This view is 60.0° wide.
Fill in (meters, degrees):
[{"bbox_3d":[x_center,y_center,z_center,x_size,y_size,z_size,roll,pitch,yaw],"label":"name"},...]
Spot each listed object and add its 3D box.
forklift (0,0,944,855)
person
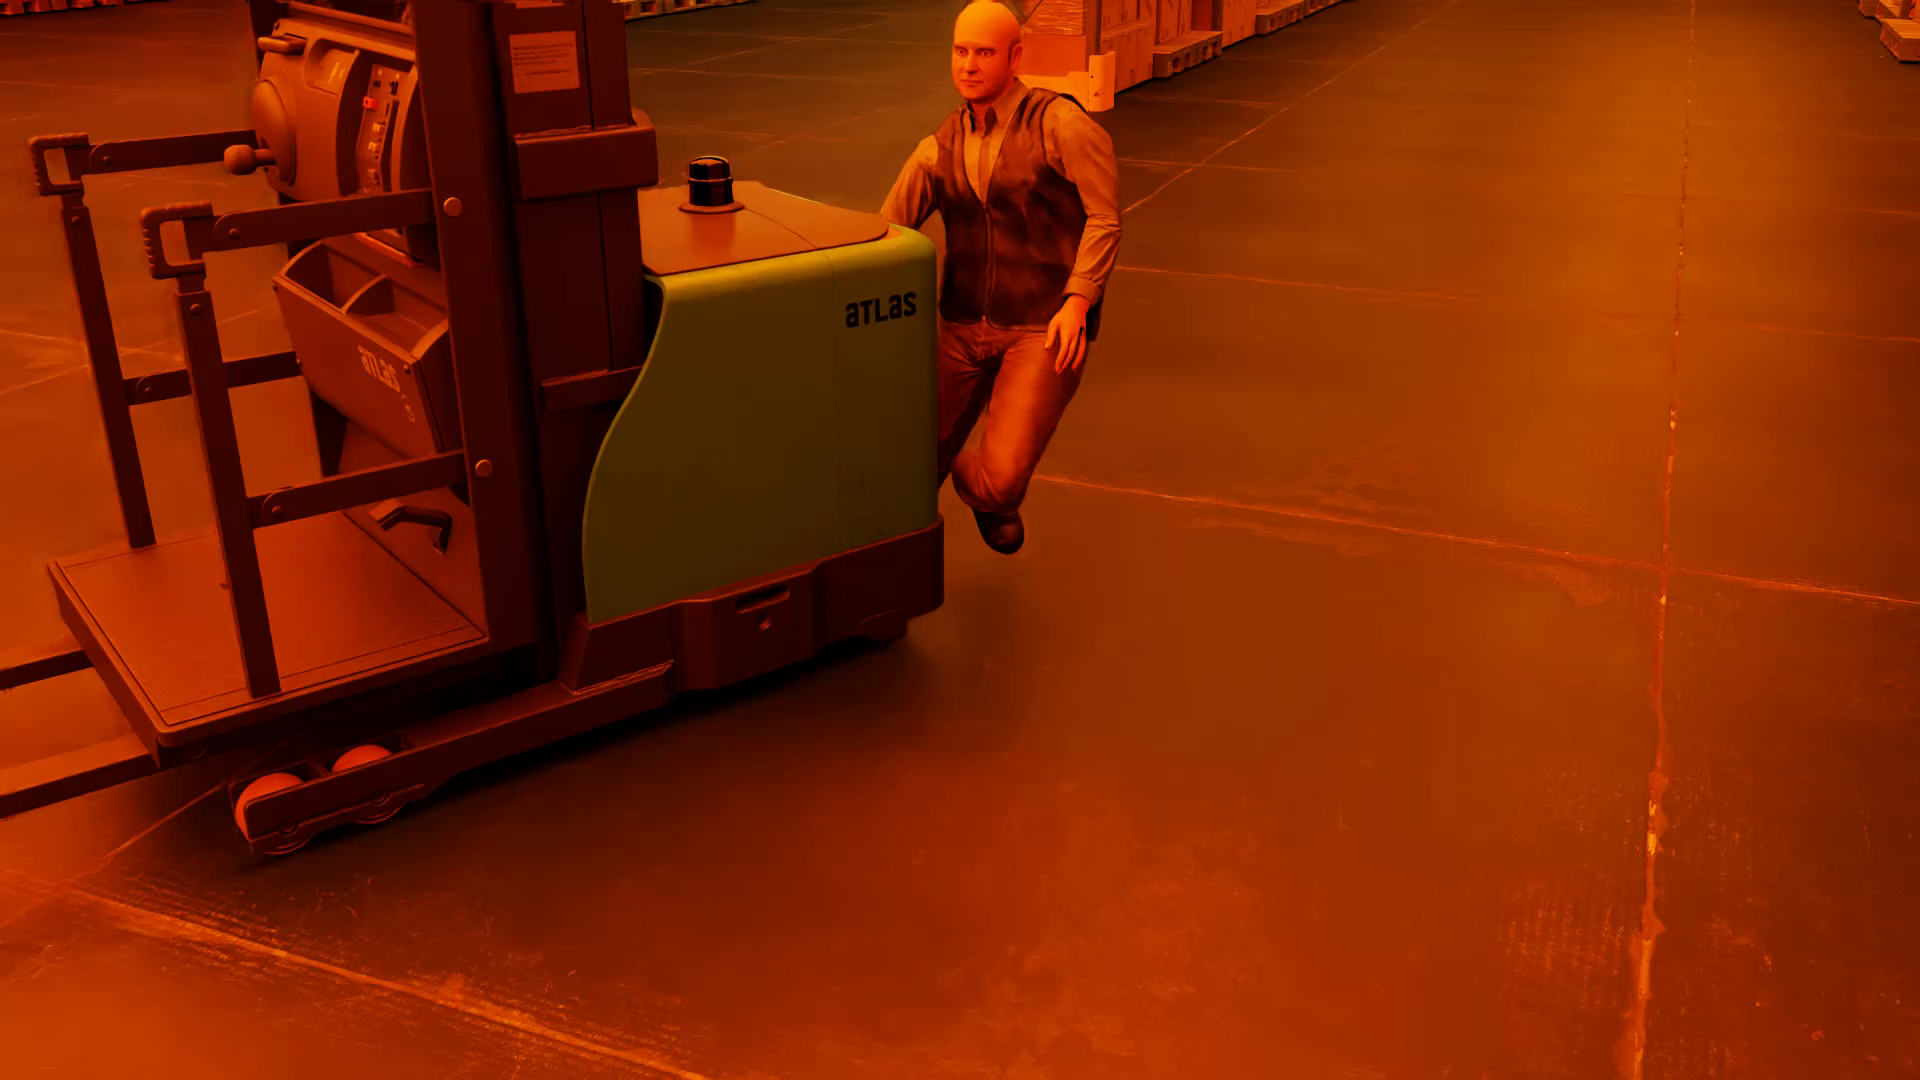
[{"bbox_3d":[-1.519,-0.920,3.493,3.031,2.935,1.130,-17,28,-34],"label":"forklift"},{"bbox_3d":[-0.036,-0.544,4.301,0.753,1.596,0.736,14,26,30],"label":"person"}]
